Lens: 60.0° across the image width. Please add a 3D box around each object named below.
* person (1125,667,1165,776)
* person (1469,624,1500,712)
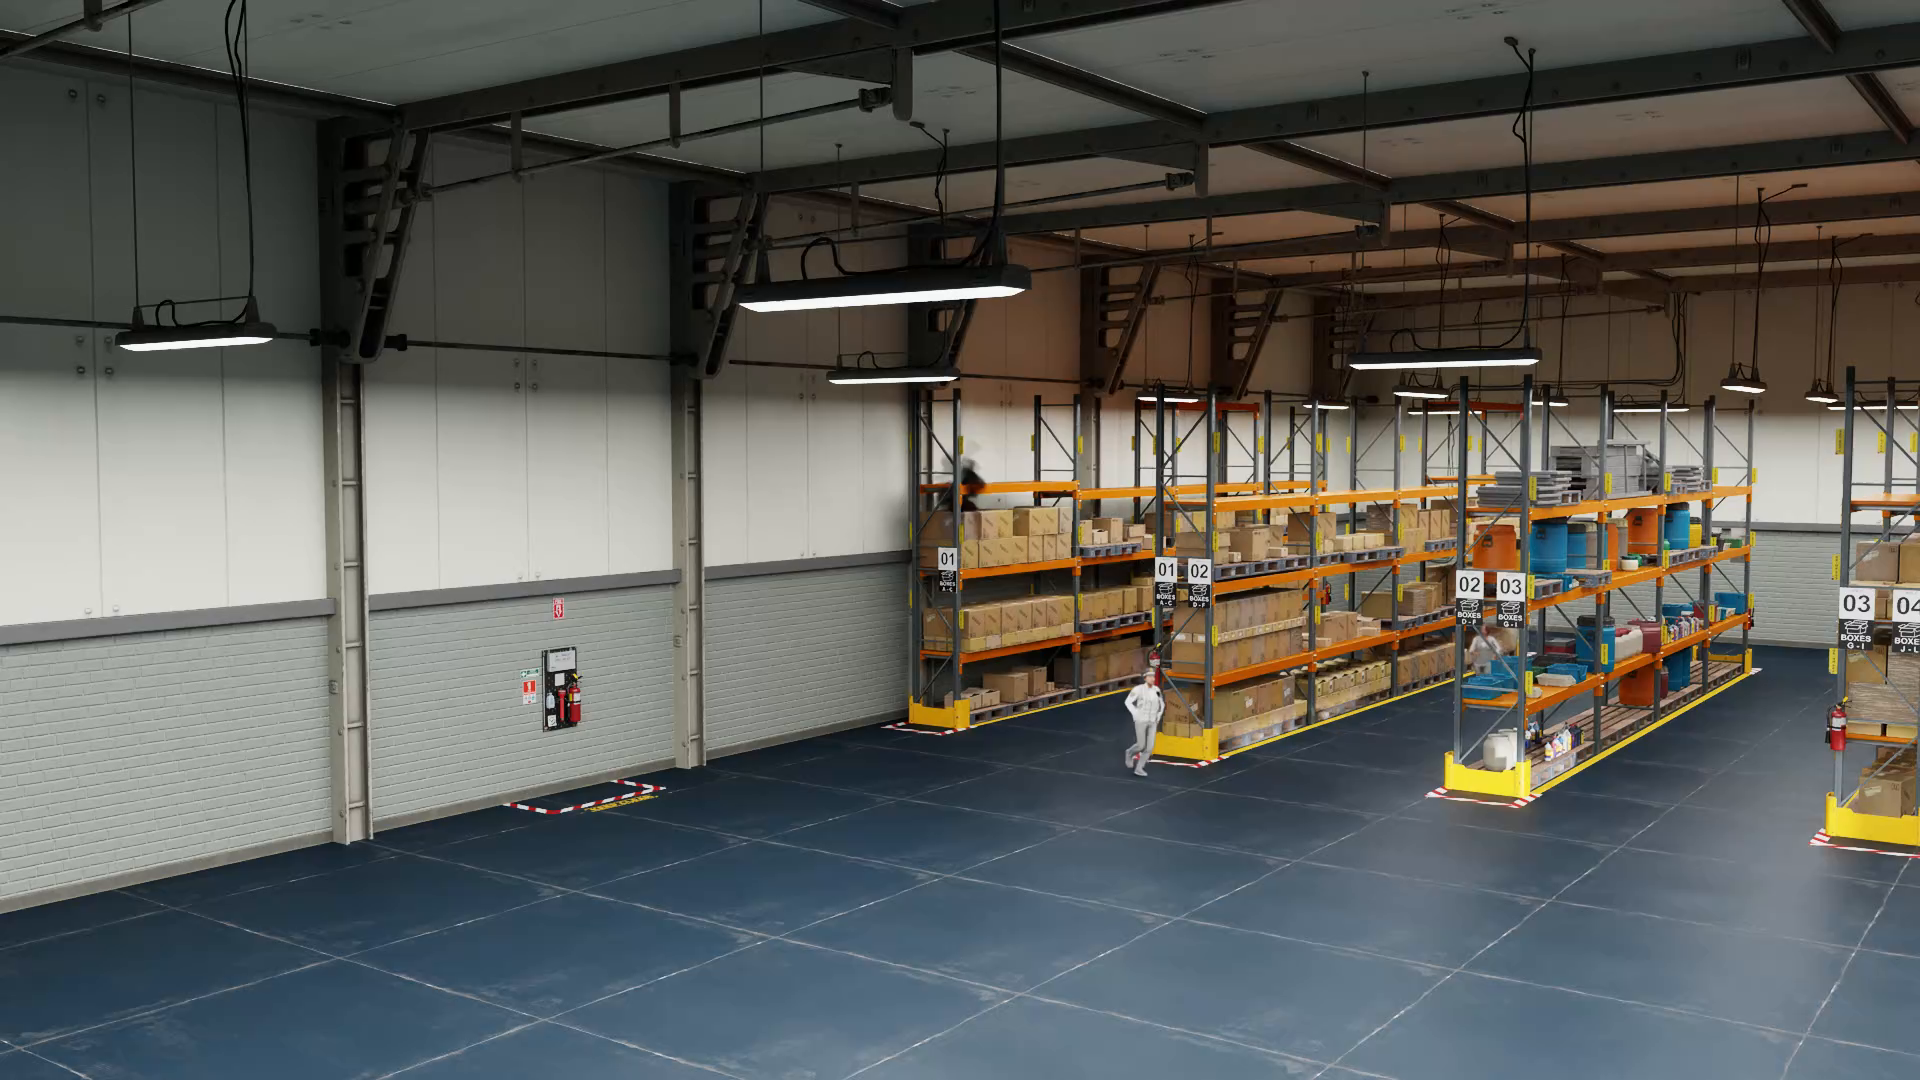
[{"bbox_3d":[2.820,2.742,25.266,0.638,1.646,0.509,-1,3,-19],"label":"person"},{"bbox_3d":[9.905,2.390,31.453,0.536,1.610,0.779,2,4,28],"label":"person"}]
